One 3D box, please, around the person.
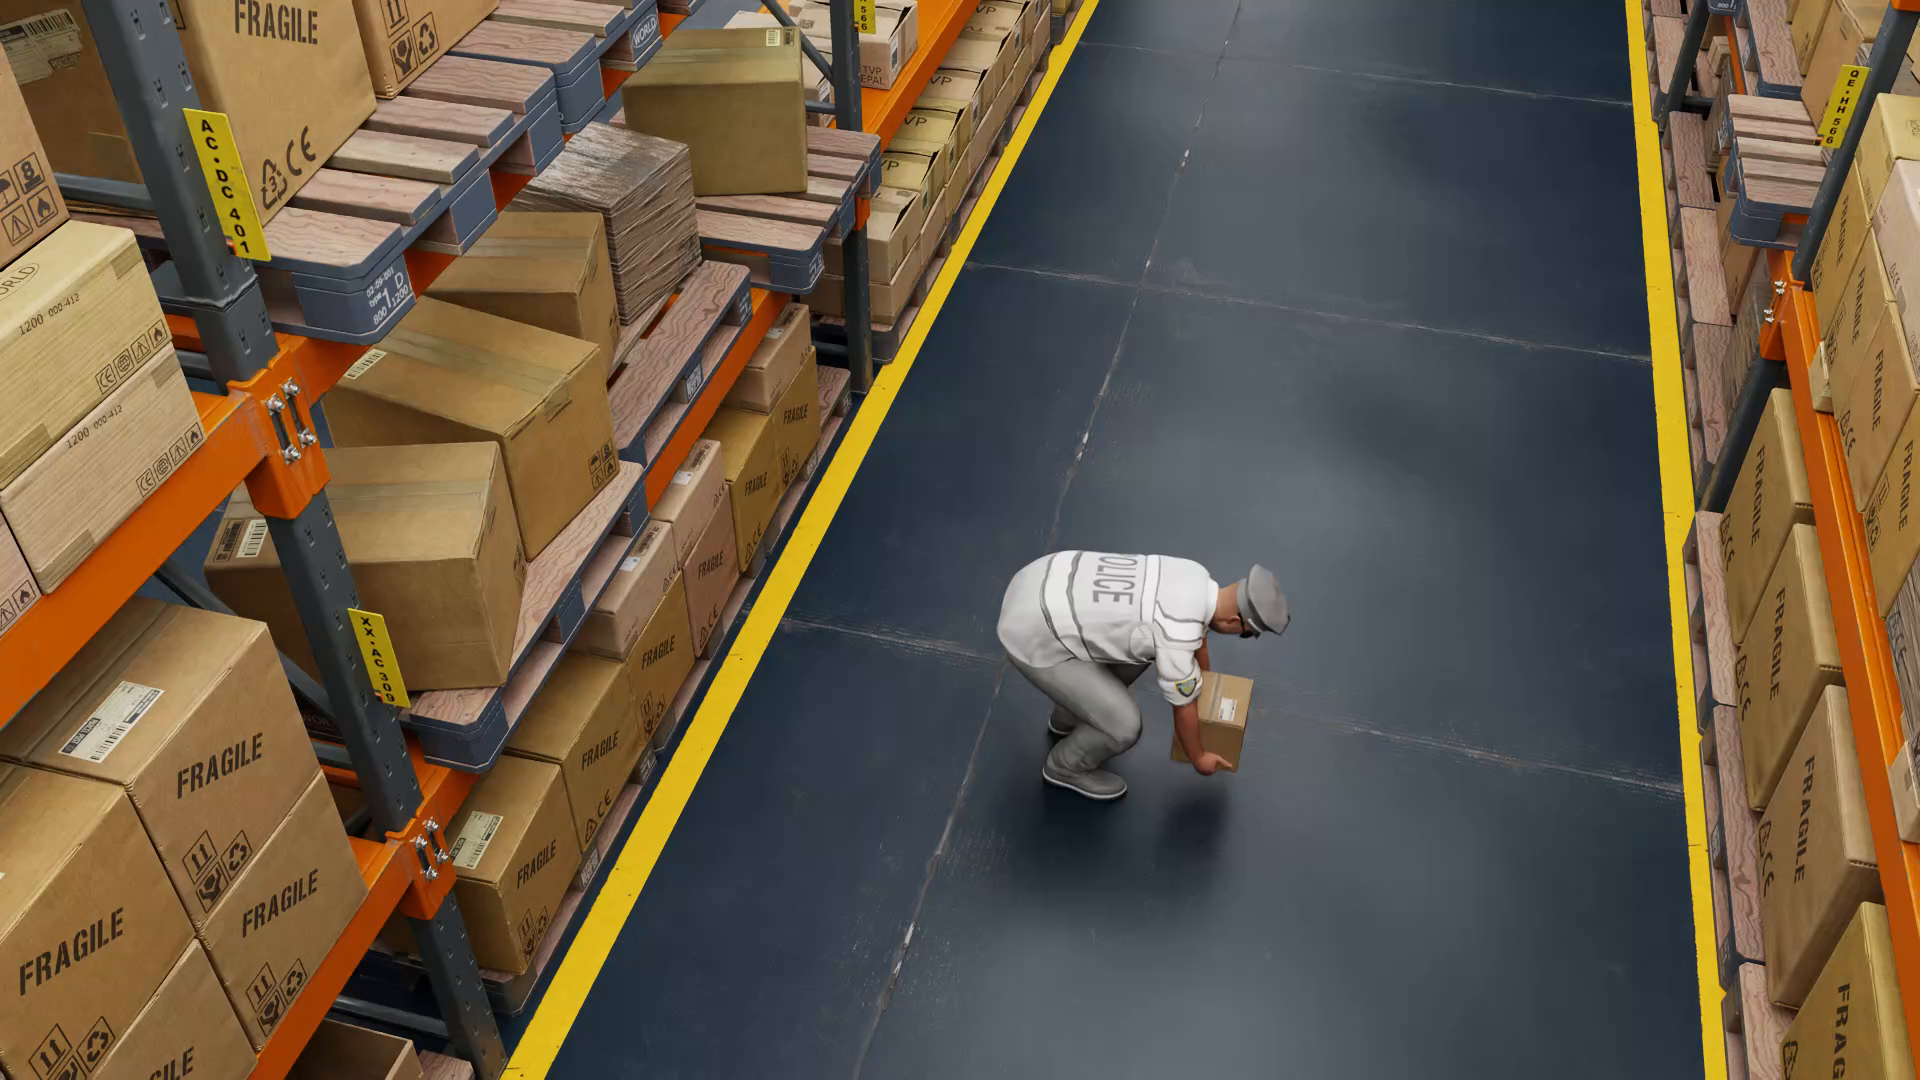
[{"bbox_3d":[0.654,0.481,6.131,1.029,1.054,0.533,8,41,9],"label":"person"}]
